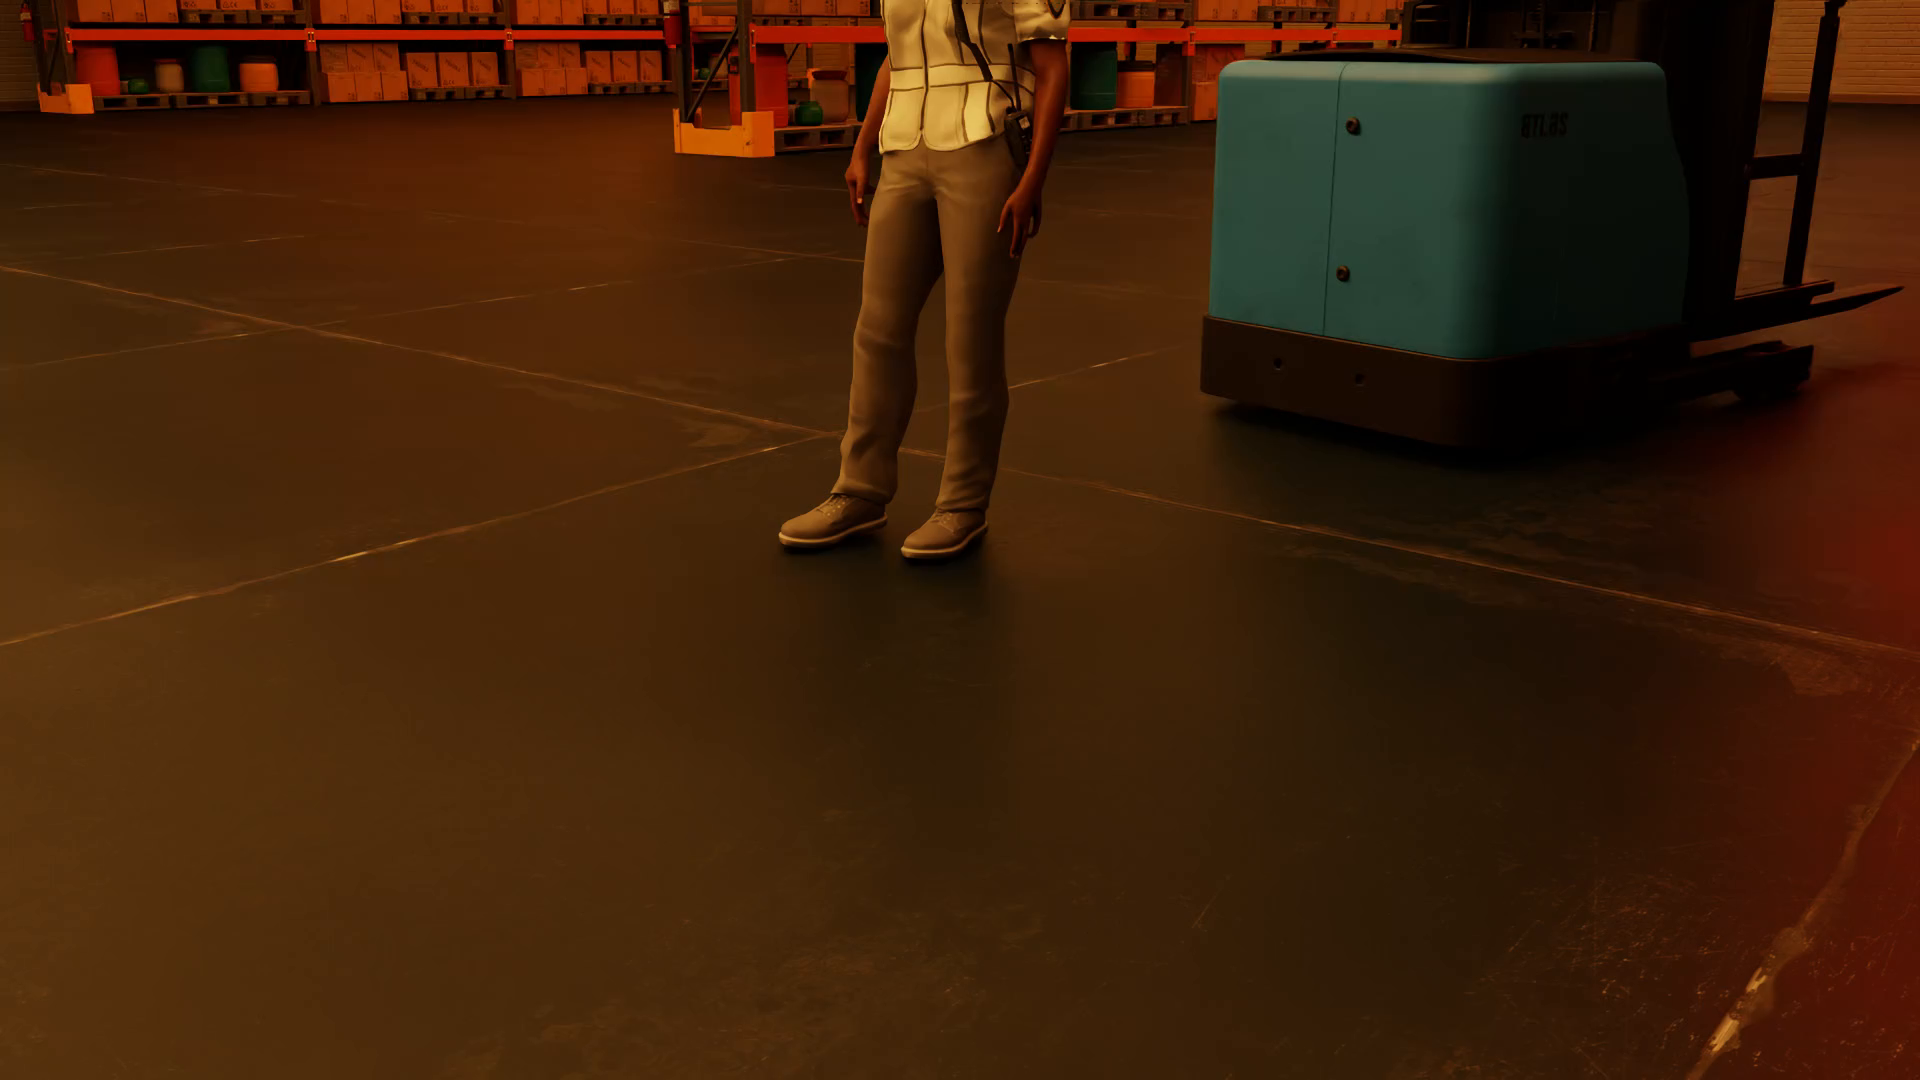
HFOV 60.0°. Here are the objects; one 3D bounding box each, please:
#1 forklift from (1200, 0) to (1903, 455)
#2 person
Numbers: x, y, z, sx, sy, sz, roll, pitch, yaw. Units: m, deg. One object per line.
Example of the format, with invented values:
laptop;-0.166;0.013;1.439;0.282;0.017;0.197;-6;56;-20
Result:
forklift;2.227;-1.965;5.368;3.031;2.935;1.130;-13;21;-37
person;-0.063;-0.805;3.650;0.570;1.697;0.528;13;21;37
